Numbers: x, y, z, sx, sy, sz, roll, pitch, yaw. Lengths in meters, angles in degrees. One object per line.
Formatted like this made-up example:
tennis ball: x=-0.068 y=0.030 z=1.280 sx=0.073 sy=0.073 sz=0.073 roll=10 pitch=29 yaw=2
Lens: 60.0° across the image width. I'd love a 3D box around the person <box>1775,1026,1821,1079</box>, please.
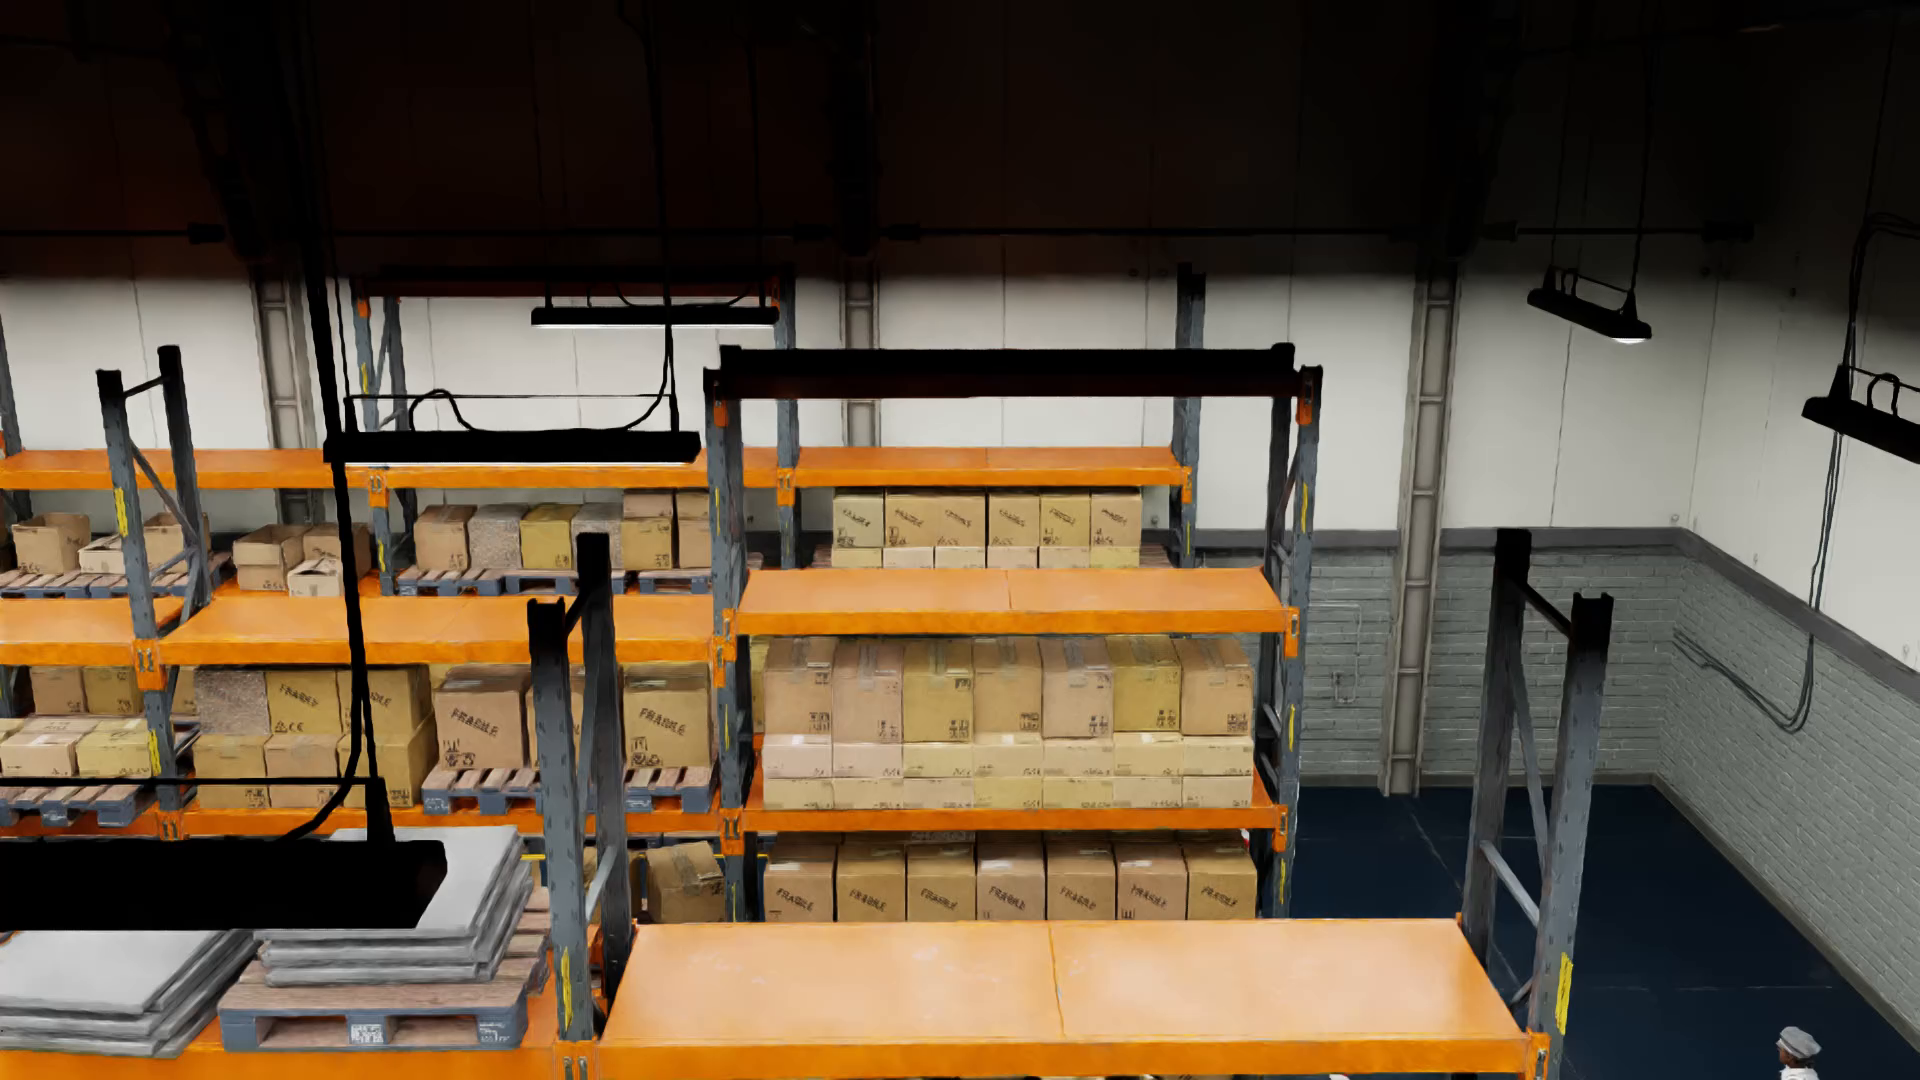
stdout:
person: x=5.721 y=4.161 z=11.299 sx=0.536 sy=1.663 sz=0.523 roll=12 pitch=20 yaw=35
